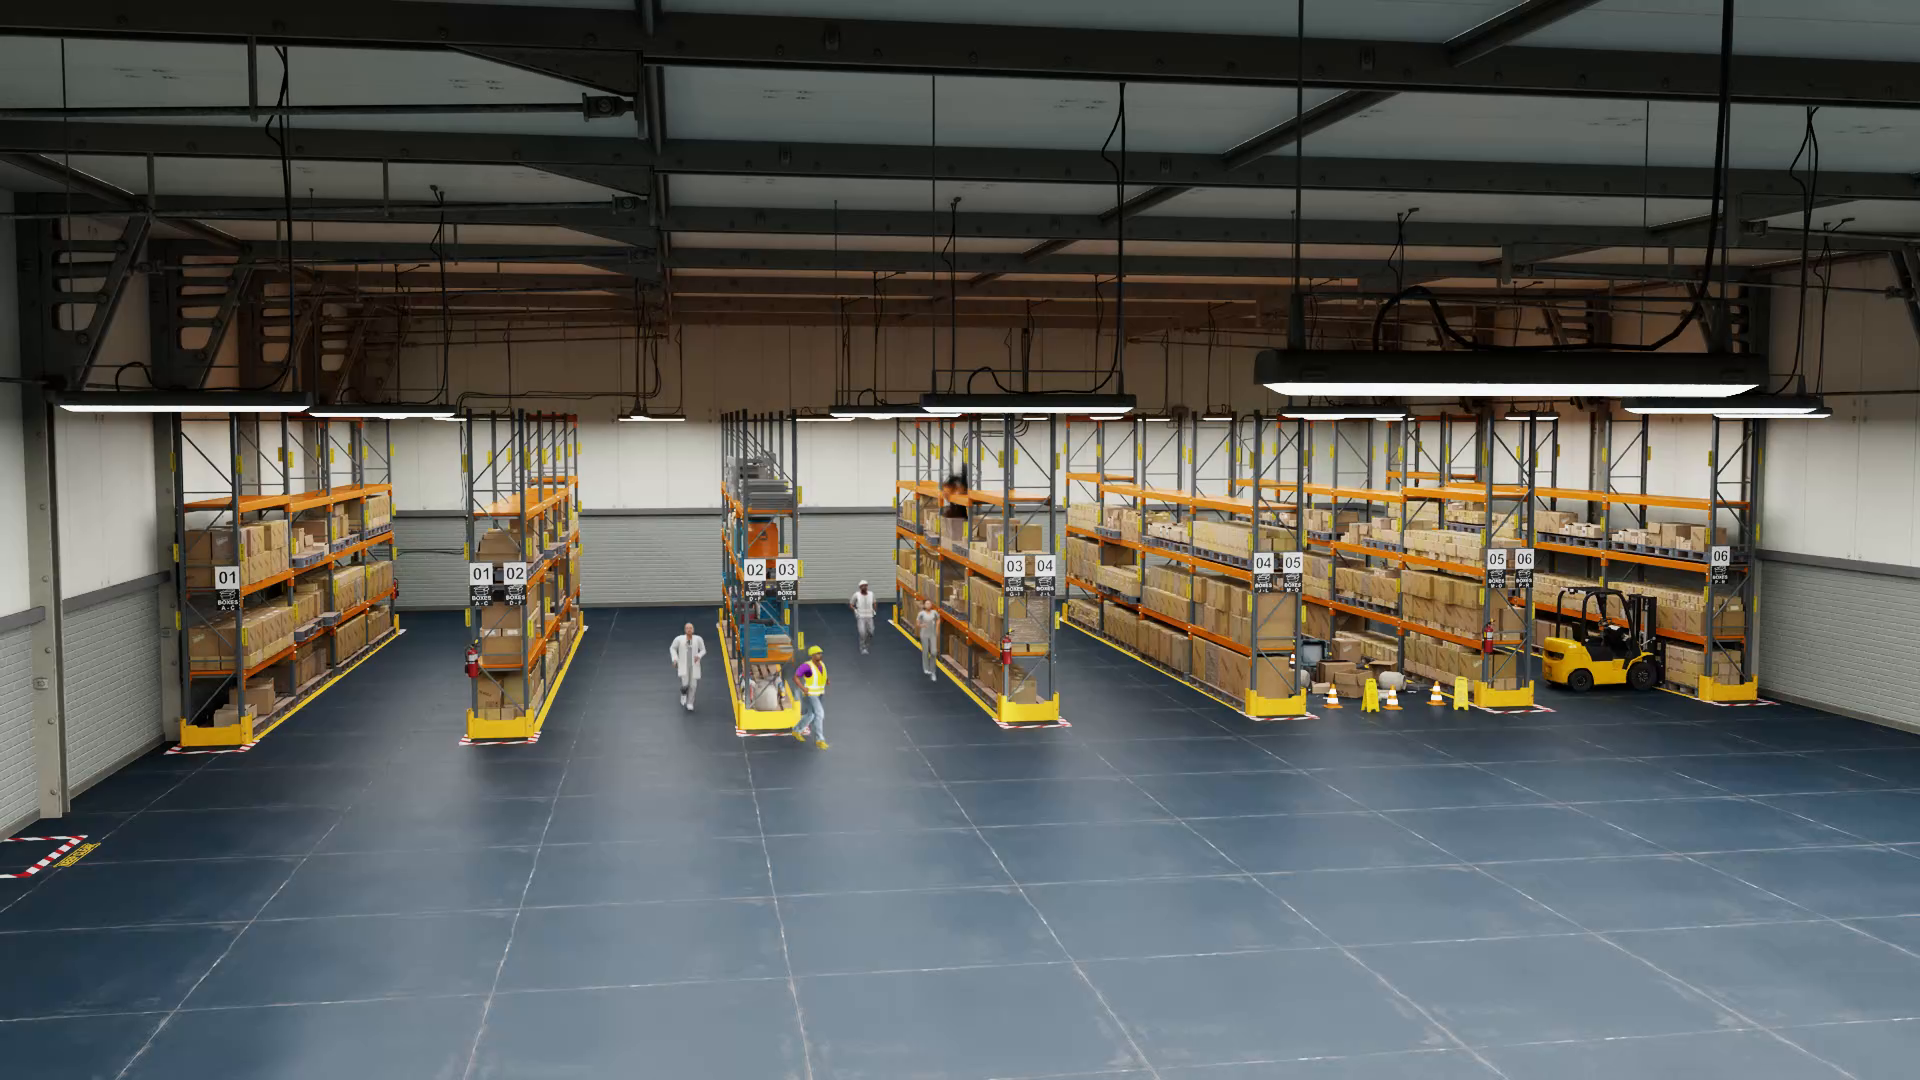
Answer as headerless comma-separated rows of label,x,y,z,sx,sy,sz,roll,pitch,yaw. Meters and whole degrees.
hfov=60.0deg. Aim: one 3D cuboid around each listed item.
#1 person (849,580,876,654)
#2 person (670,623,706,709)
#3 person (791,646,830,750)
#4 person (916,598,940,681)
person,-2.260,1.825,39.260,0.679,1.744,0.571,-1,4,-19
person,-5.426,2.535,33.280,0.704,1.732,0.628,-1,4,-14
person,-2.606,2.771,29.525,0.862,1.808,0.715,2,5,28
person,-0.672,2.140,35.736,0.542,1.745,0.711,-1,4,-9
